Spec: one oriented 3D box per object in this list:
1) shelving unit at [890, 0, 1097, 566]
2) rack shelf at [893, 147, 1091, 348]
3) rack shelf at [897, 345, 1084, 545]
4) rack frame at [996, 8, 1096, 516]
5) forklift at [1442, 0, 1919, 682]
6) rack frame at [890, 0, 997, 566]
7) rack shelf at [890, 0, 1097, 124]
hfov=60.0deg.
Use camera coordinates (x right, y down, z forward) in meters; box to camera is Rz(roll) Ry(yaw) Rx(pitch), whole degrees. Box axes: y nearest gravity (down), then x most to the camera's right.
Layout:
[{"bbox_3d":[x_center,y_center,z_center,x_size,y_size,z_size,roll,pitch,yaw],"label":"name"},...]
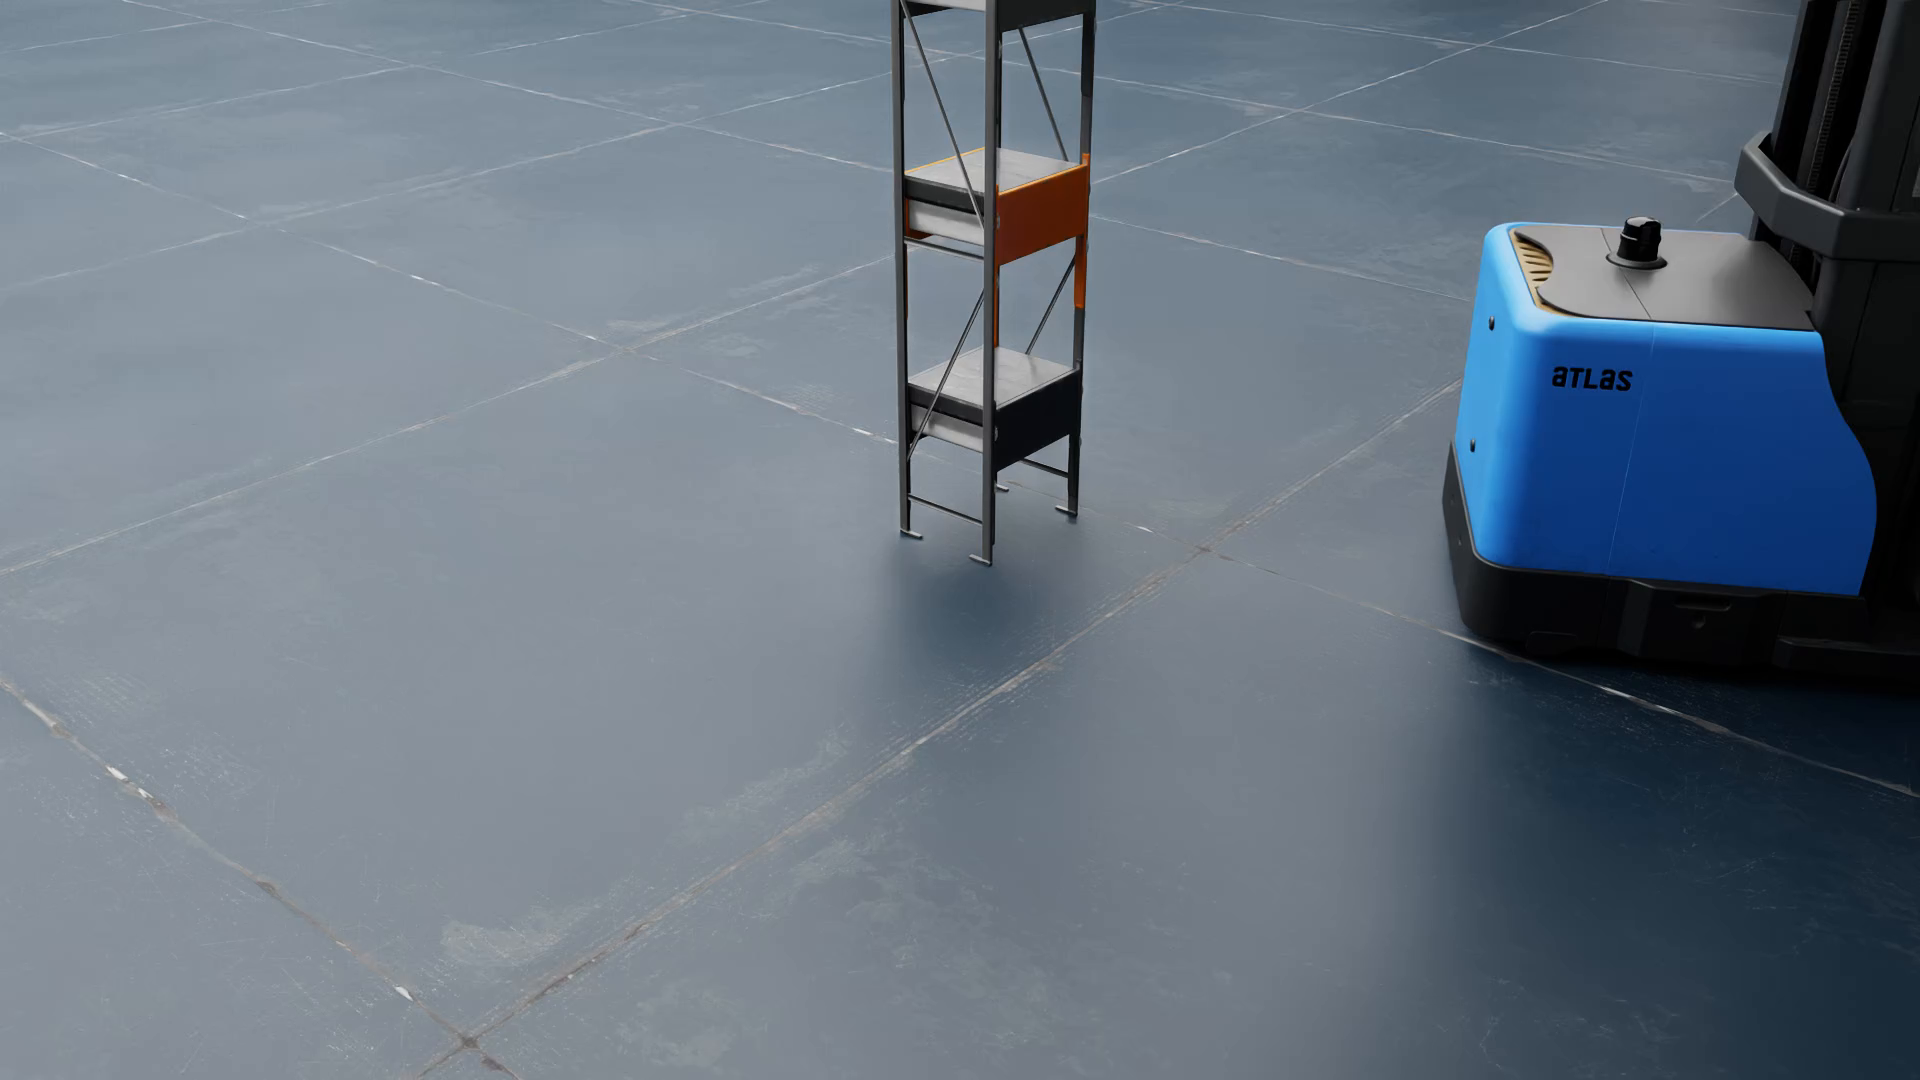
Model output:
[{"bbox_3d":[0.105,-0.991,5.381,0.431,2.100,0.503,21,34,34],"label":"shelving unit"},{"bbox_3d":[0.105,-0.979,5.387,0.431,0.518,0.480,21,34,34],"label":"rack shelf"},{"bbox_3d":[0.105,-0.357,5.709,0.431,0.518,0.480,21,34,34],"label":"rack shelf"},{"bbox_3d":[0.261,-1.078,5.548,0.400,2.100,0.015,21,34,34],"label":"rack frame"},{"bbox_3d":[3.111,-1.058,4.605,3.031,2.935,1.130,5,28,9],"label":"forklift"},{"bbox_3d":[-0.050,-0.905,5.214,0.400,2.100,0.015,21,34,34],"label":"rack frame"},{"bbox_3d":[0.105,-1.601,5.066,0.431,0.518,0.480,21,34,34],"label":"rack shelf"}]
